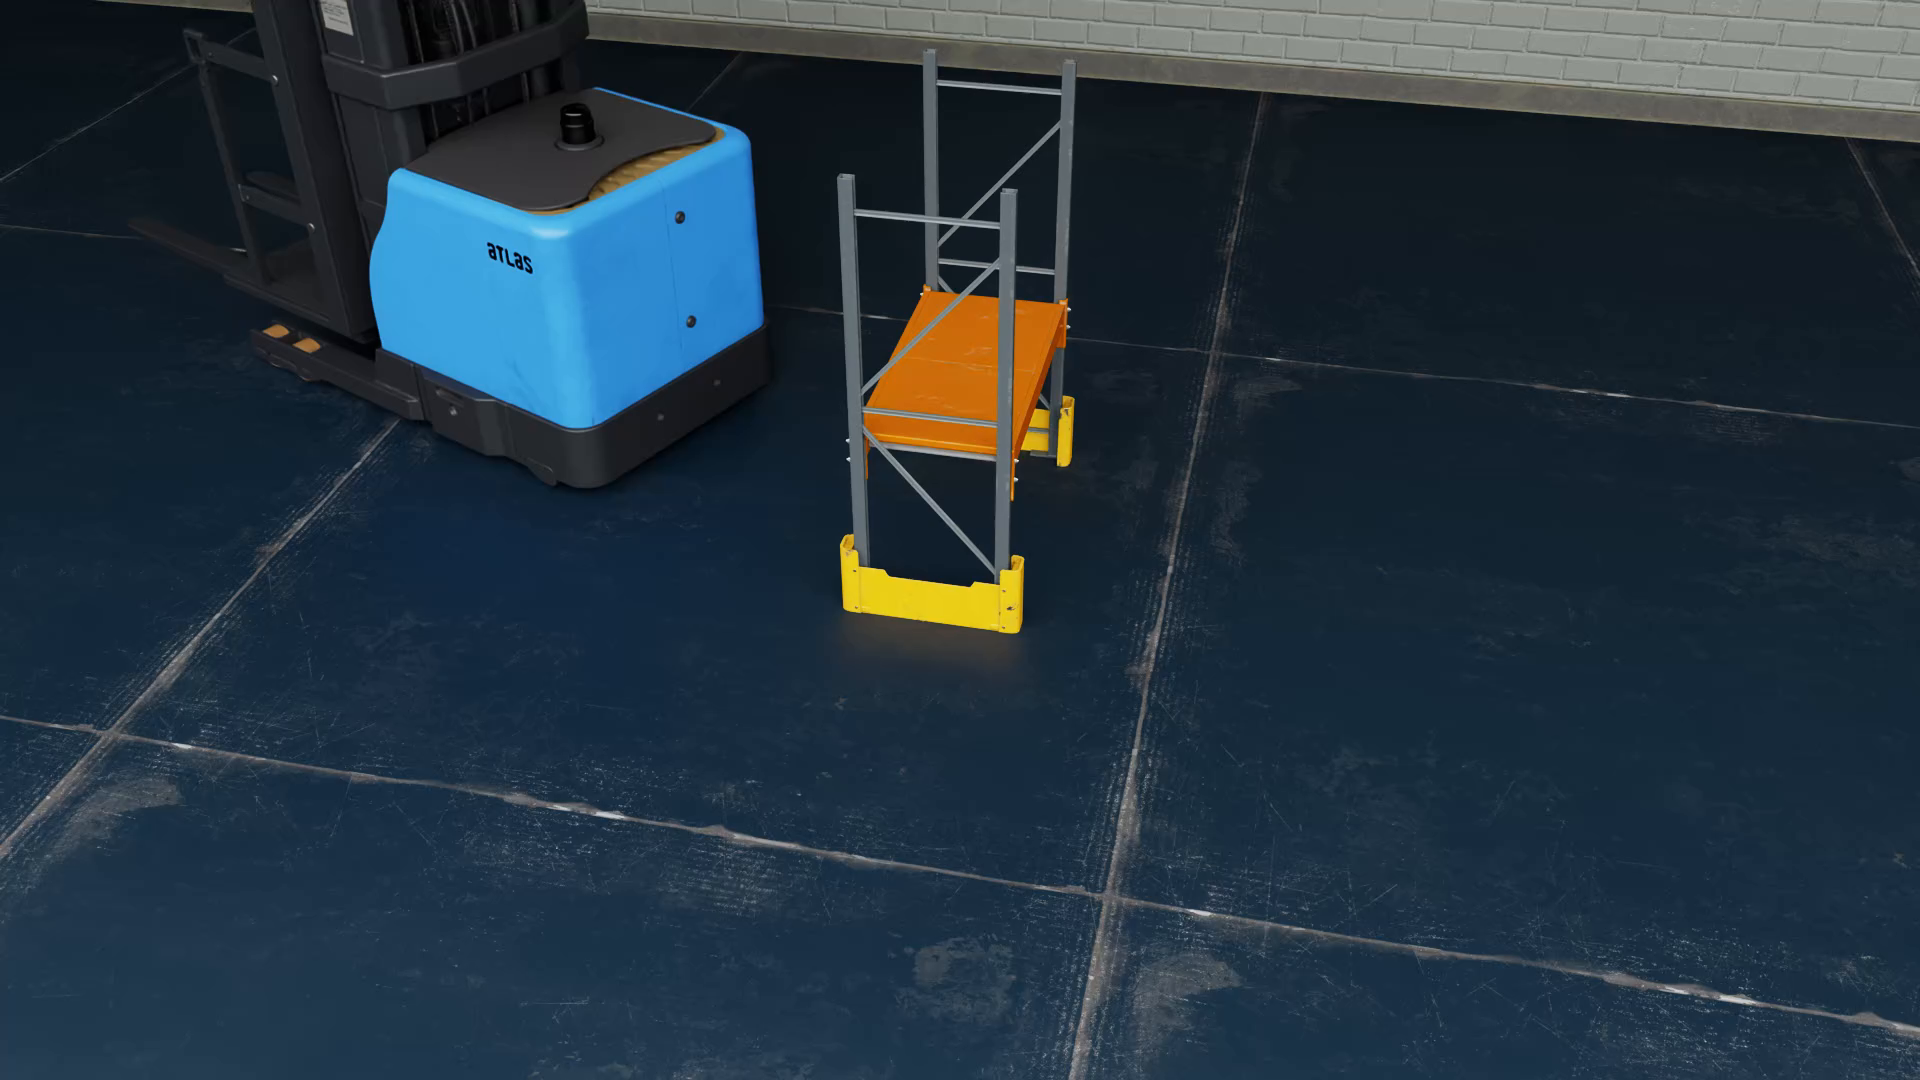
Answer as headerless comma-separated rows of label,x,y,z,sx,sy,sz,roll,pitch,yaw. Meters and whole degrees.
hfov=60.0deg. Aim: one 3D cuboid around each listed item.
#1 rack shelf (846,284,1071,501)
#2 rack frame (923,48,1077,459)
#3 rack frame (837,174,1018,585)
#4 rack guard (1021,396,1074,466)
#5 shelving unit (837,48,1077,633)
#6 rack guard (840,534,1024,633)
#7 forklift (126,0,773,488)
rack shelf,0.018,-0.511,5.483,0.538,0.185,1.000,7,37,10
rack frame,0.127,-0.948,5.779,0.500,1.500,0.032,7,37,10
rack frame,-0.090,-0.365,4.975,0.500,1.500,0.032,7,37,10
rack guard,0.123,-0.430,6.131,0.587,0.250,0.087,7,37,10
shelving unit,0.016,-0.651,5.370,0.587,1.500,1.083,7,37,10
rack guard,-0.090,0.141,5.343,0.587,0.250,0.087,7,37,10
forklift,-2.232,-2.049,6.080,3.031,2.935,1.130,23,42,28
